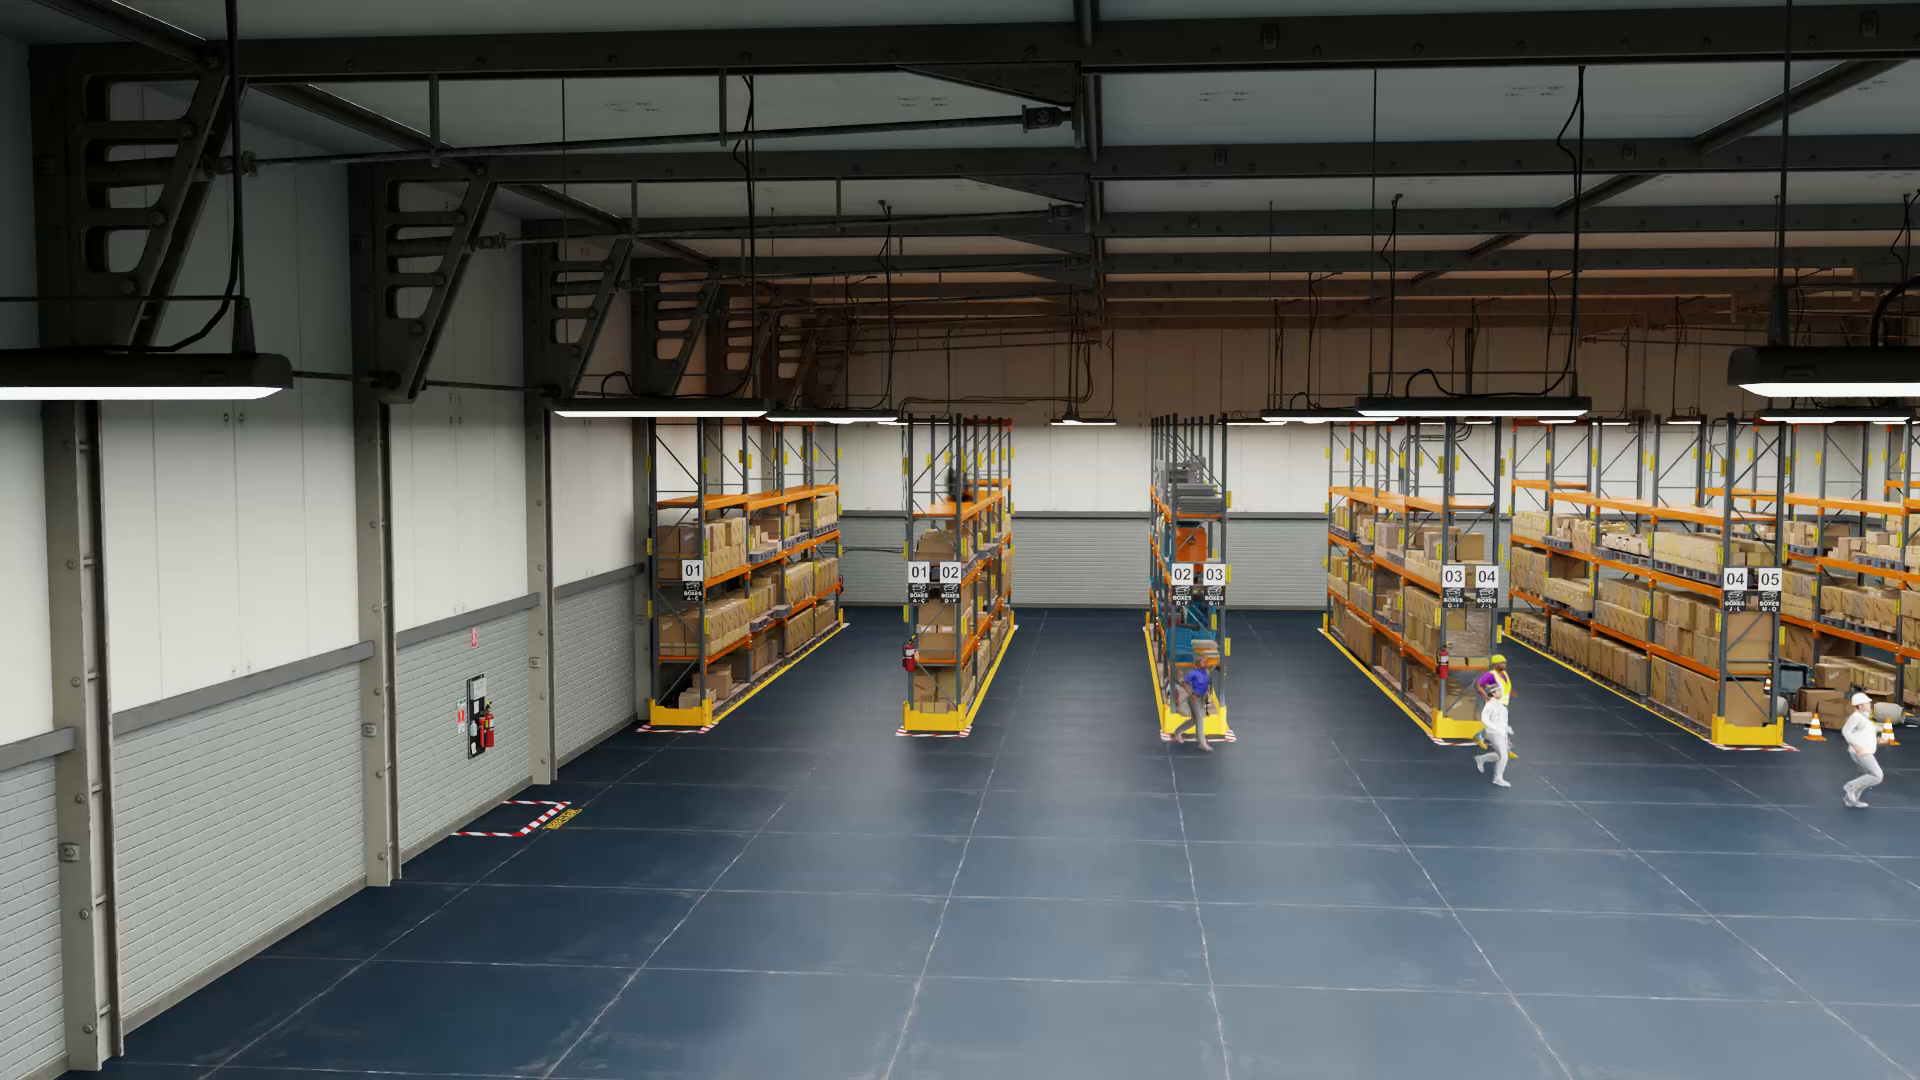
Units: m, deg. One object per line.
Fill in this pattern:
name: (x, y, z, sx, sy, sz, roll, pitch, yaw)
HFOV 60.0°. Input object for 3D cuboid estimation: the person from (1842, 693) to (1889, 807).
person: (13.604, 3.171, 24.968, 0.577, 1.727, 0.645, 3, 5, 38)

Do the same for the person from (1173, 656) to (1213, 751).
person: (4.242, 2.890, 29.776, 0.872, 1.628, 0.590, 3, 5, 41)

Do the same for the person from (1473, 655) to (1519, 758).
person: (9.336, 2.865, 28.955, 0.711, 1.759, 0.906, -4, 5, -43)

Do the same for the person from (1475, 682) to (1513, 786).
person: (8.563, 3.106, 26.752, 0.609, 1.666, 0.617, 3, 5, 38)
